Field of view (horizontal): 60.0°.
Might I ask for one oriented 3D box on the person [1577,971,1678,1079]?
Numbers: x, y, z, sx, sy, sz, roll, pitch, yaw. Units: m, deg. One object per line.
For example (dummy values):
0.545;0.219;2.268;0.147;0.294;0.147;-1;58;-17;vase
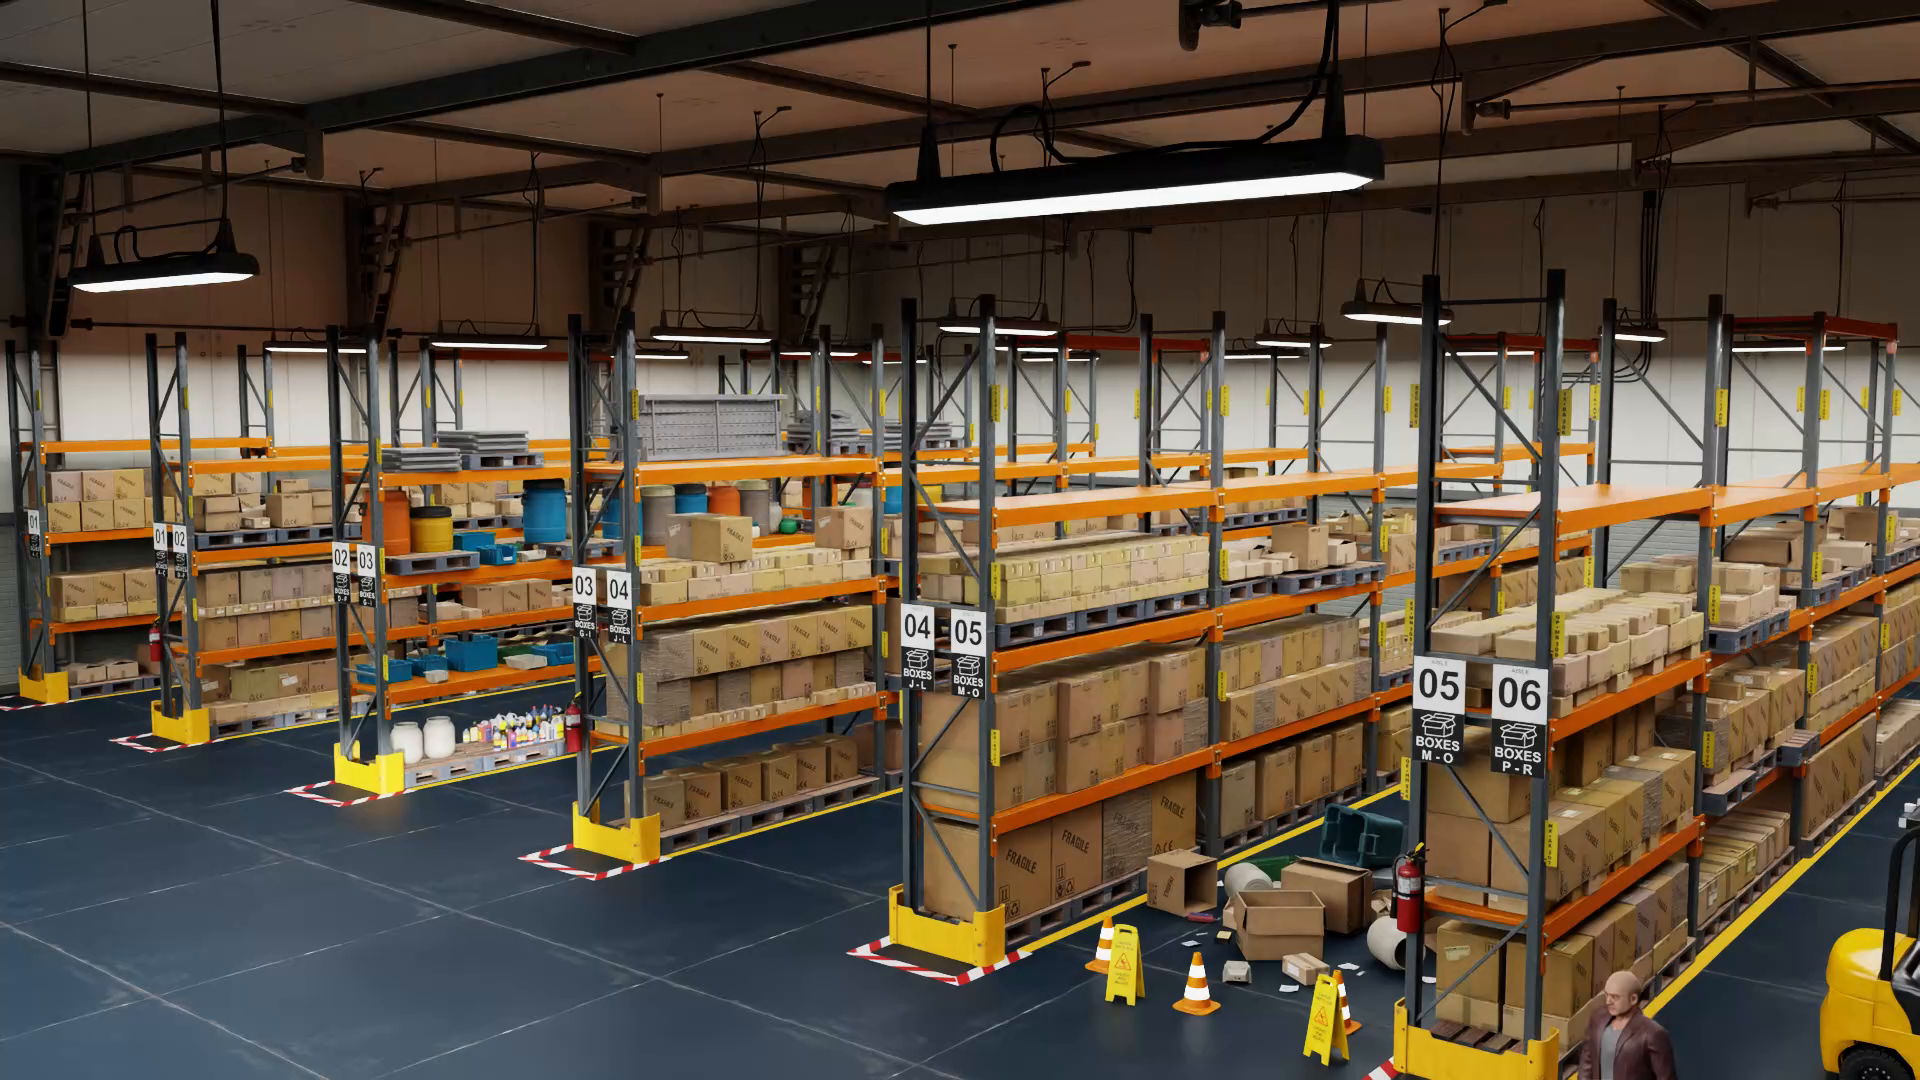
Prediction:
3.838;3.403;9.743;0.889;1.763;0.619;-2;6;-22;person
